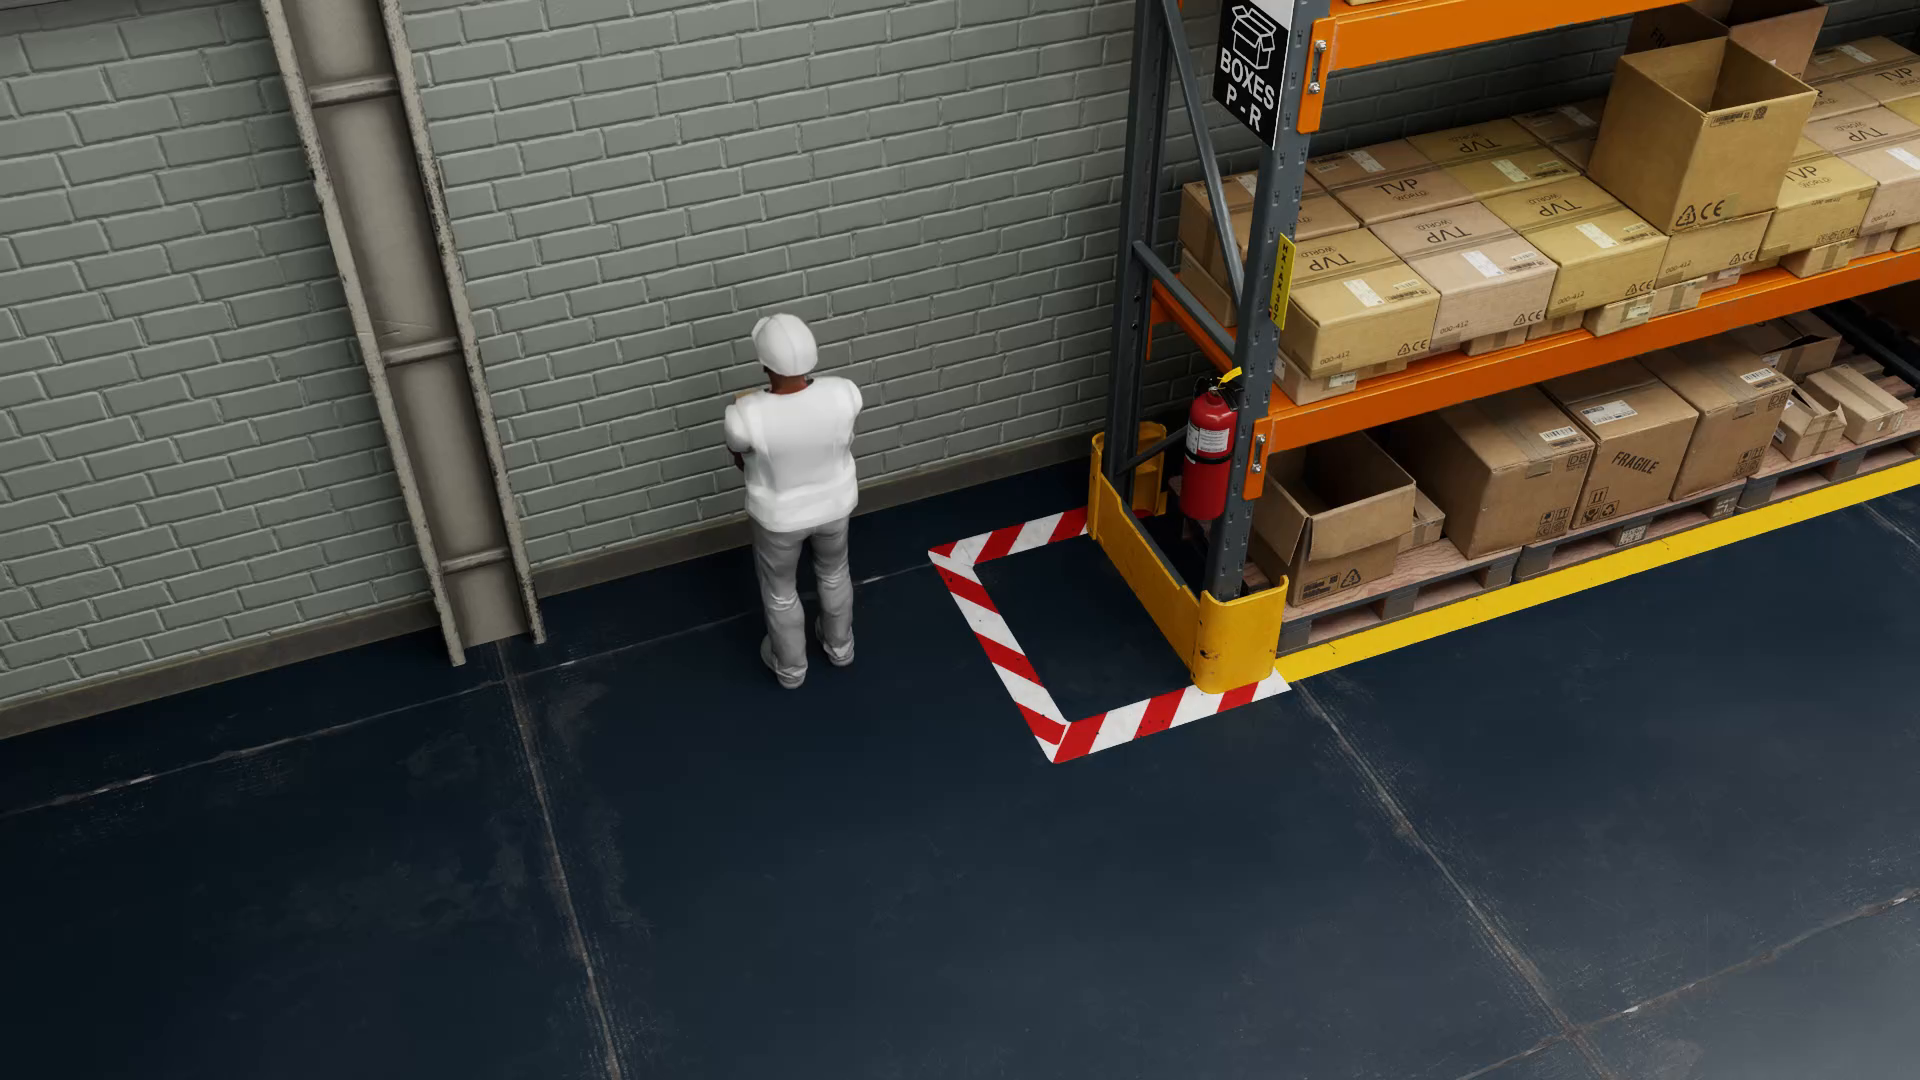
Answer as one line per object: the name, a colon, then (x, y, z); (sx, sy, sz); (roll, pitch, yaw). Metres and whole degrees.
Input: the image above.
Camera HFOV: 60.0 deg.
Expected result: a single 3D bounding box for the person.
person: (-0.649, -0.195, 6.367); (0.503, 1.759, 0.587); (-15, 44, -16)
